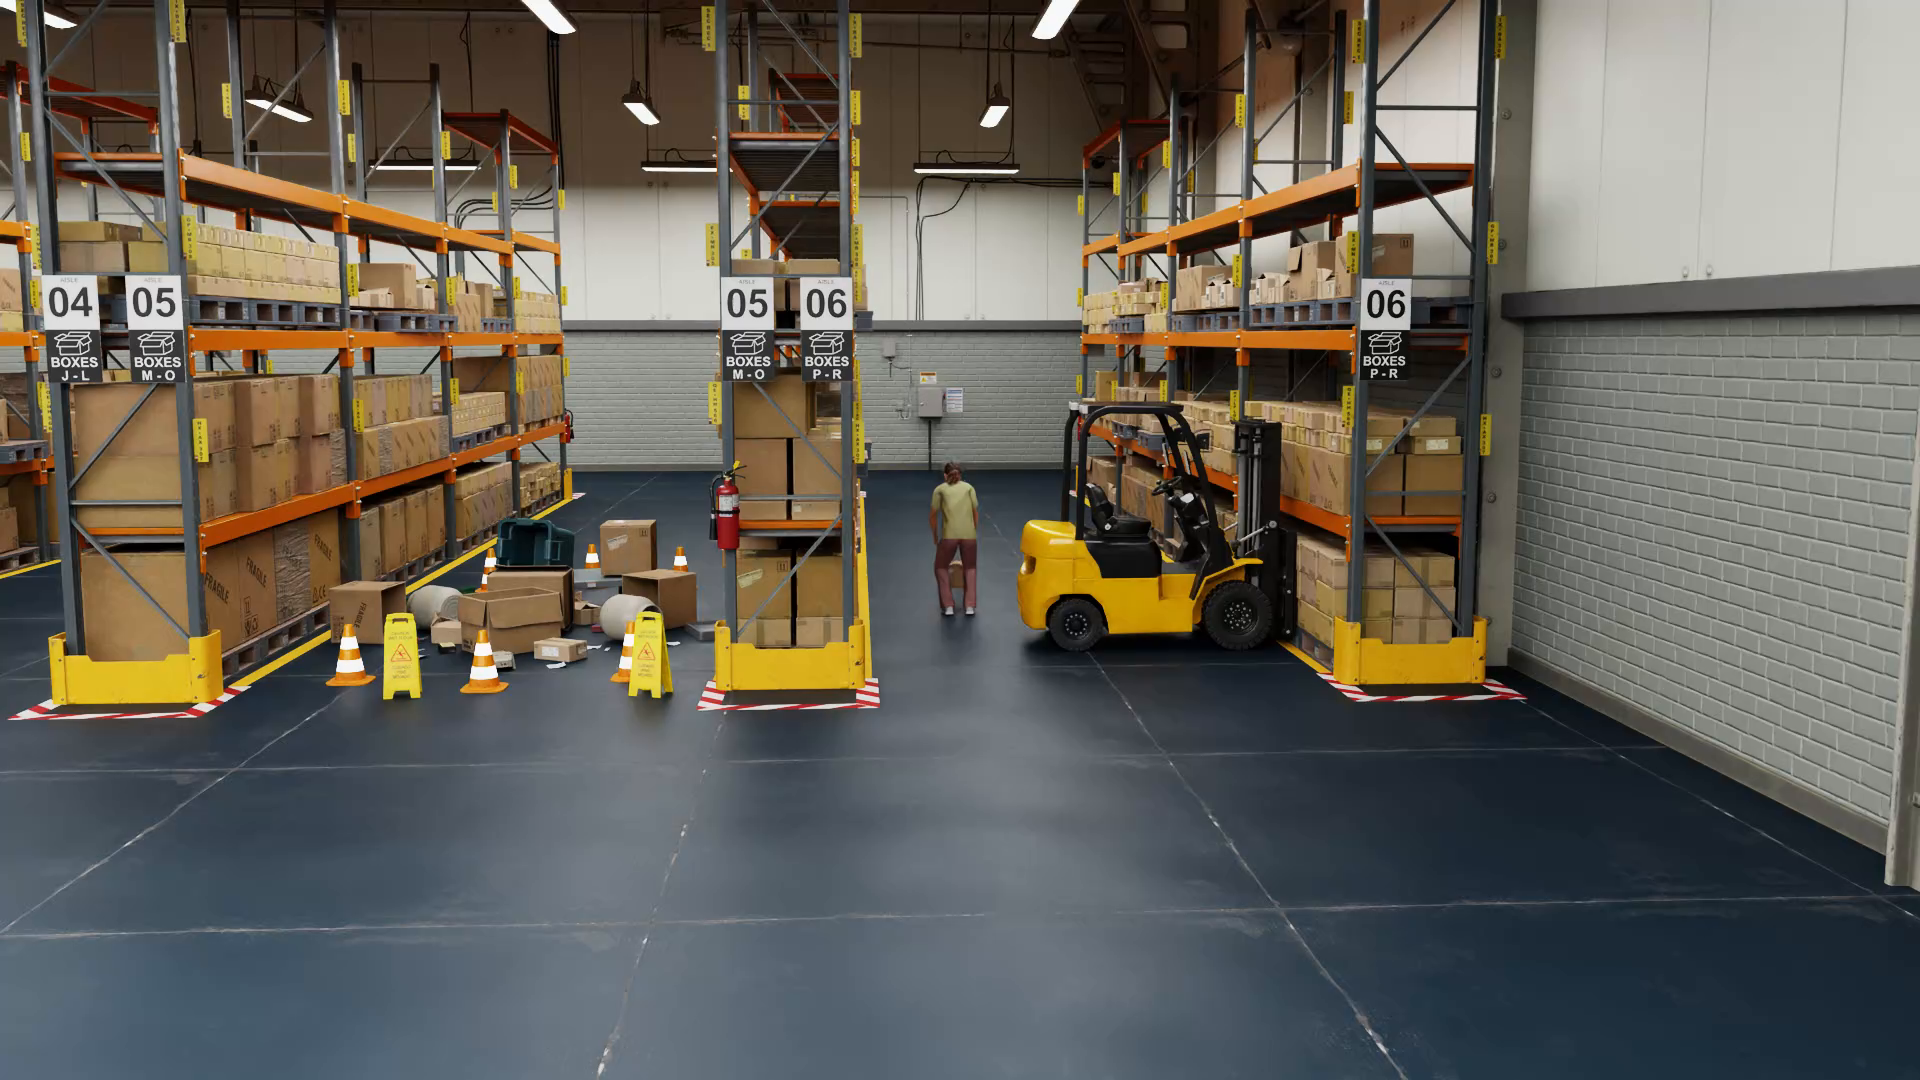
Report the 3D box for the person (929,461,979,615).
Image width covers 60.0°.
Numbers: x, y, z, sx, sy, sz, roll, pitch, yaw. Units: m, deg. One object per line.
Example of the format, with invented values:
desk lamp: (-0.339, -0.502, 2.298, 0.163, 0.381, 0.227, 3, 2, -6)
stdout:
person: (-0.059, -0.017, 16.595, 0.498, 1.515, 0.533, -1, 7, -5)
